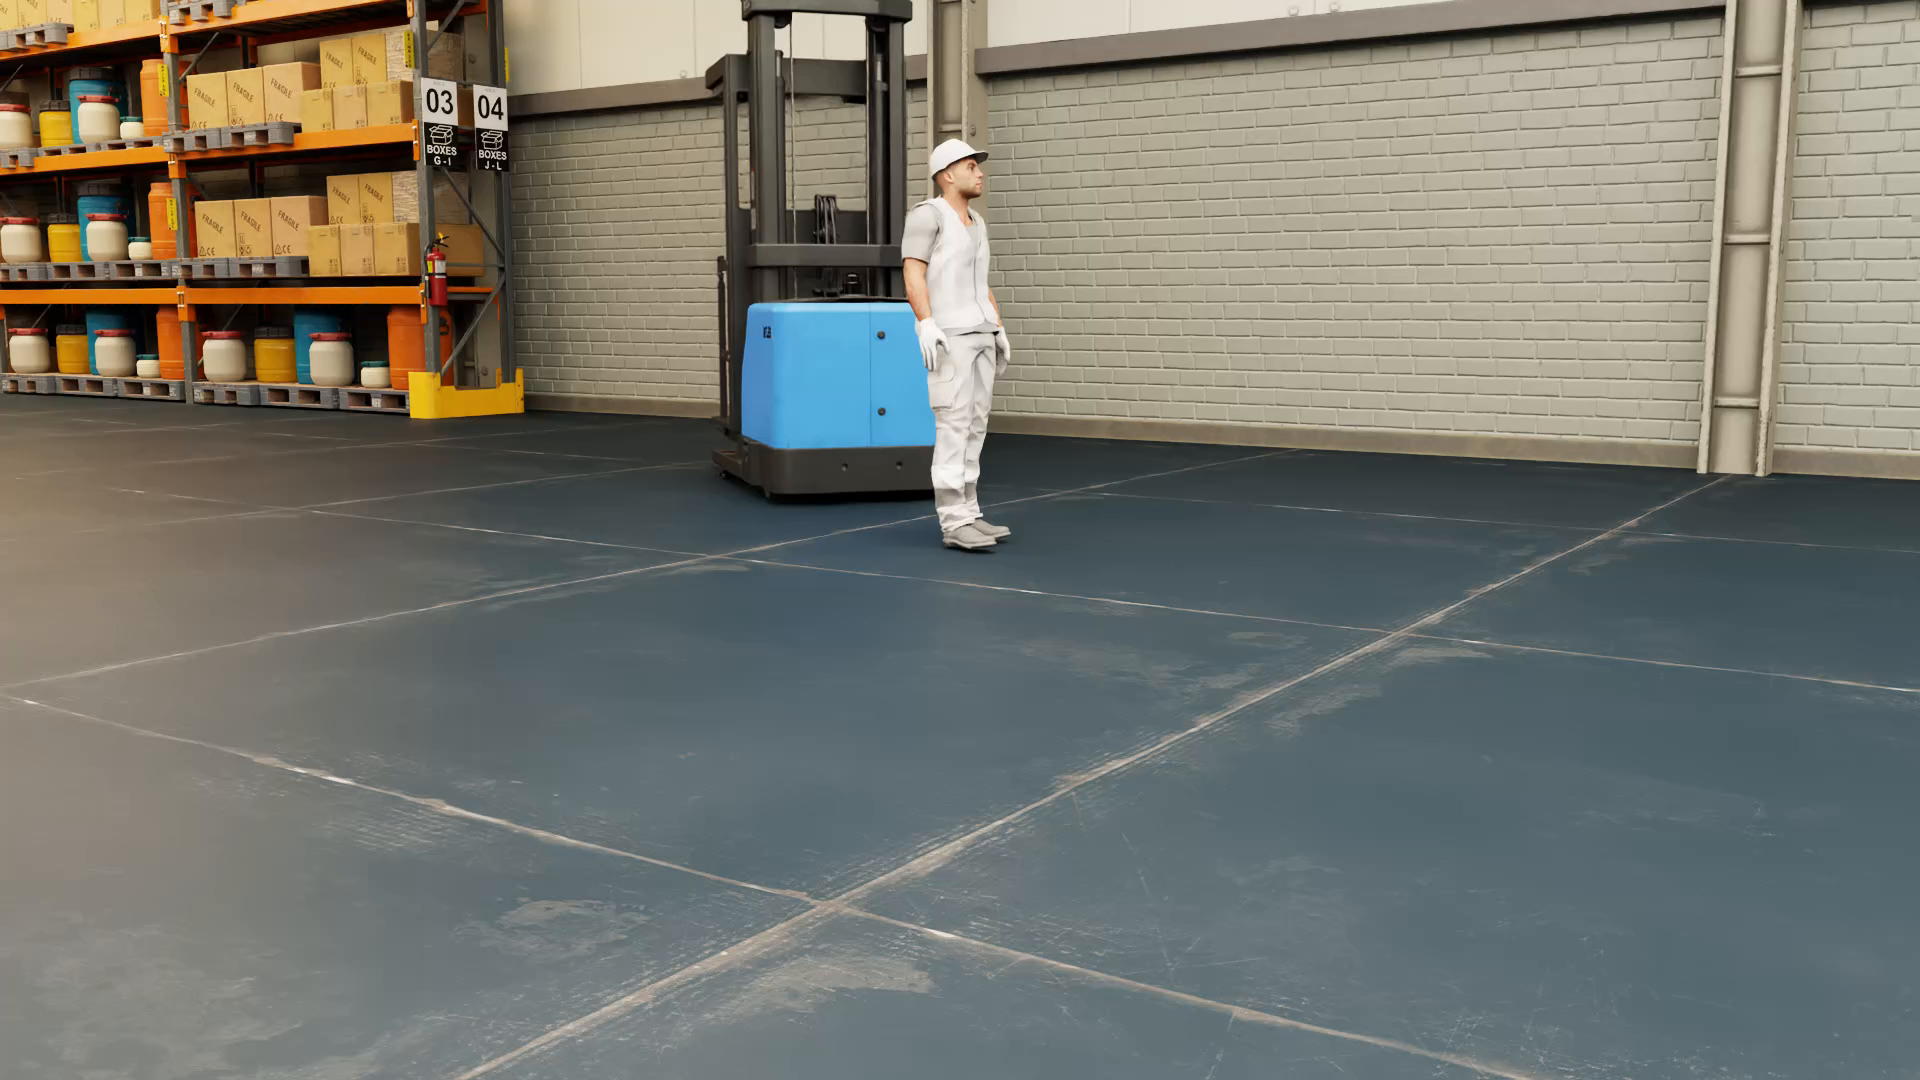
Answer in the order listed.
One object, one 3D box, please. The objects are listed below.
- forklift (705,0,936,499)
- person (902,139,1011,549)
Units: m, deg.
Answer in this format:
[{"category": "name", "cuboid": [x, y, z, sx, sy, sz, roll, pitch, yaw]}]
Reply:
[{"category": "forklift", "cuboid": [-0.926, -1.843, 10.154, 1.130, 2.935, 3.031, -3, 8, -17]}, {"category": "person", "cuboid": [0.061, -0.885, 7.423, 0.562, 1.789, 0.638, 5, 10, 34]}]
